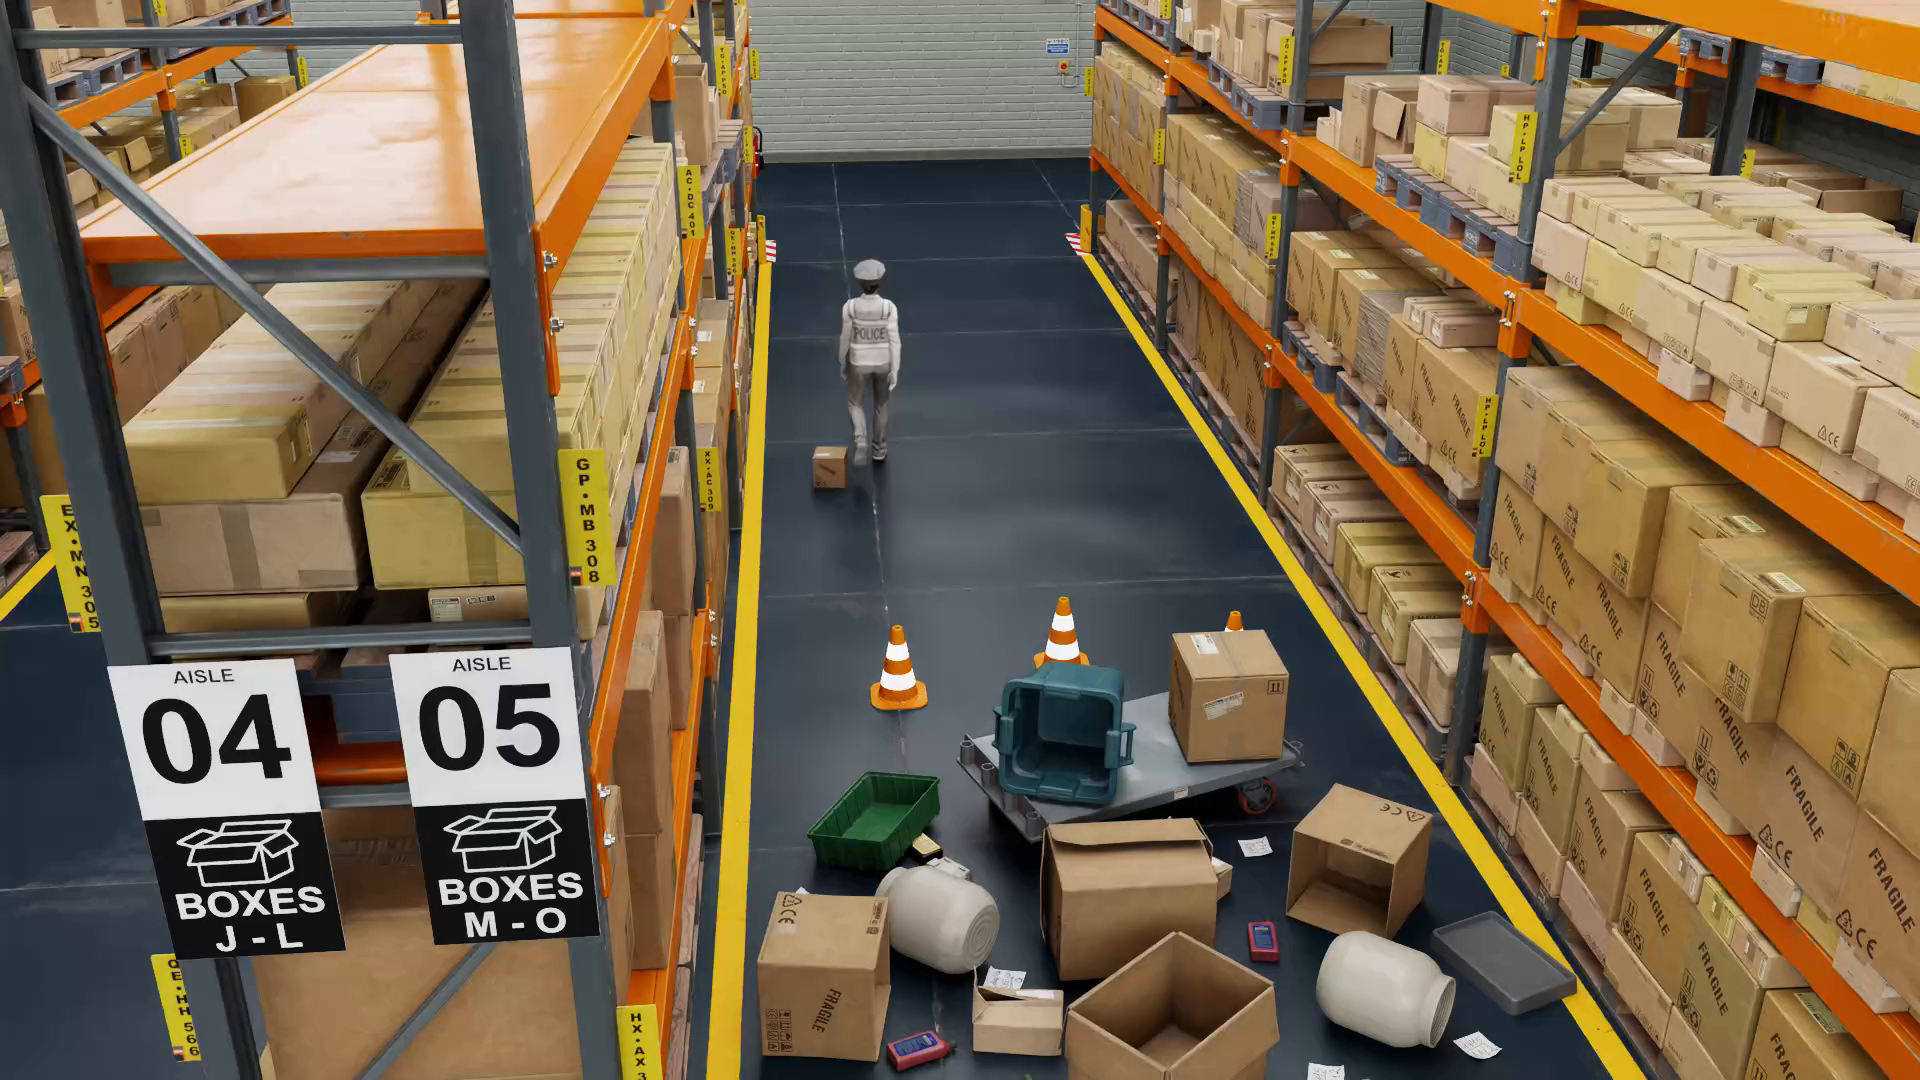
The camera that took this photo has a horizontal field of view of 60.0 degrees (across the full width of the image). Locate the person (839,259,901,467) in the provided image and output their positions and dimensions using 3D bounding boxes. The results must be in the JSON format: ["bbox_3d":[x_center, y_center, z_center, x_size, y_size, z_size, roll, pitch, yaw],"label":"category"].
[{"bbox_3d":[-0.709,-1.373,13.118,0.488,1.663,0.705,-2,24,-4],"label":"person"}]
